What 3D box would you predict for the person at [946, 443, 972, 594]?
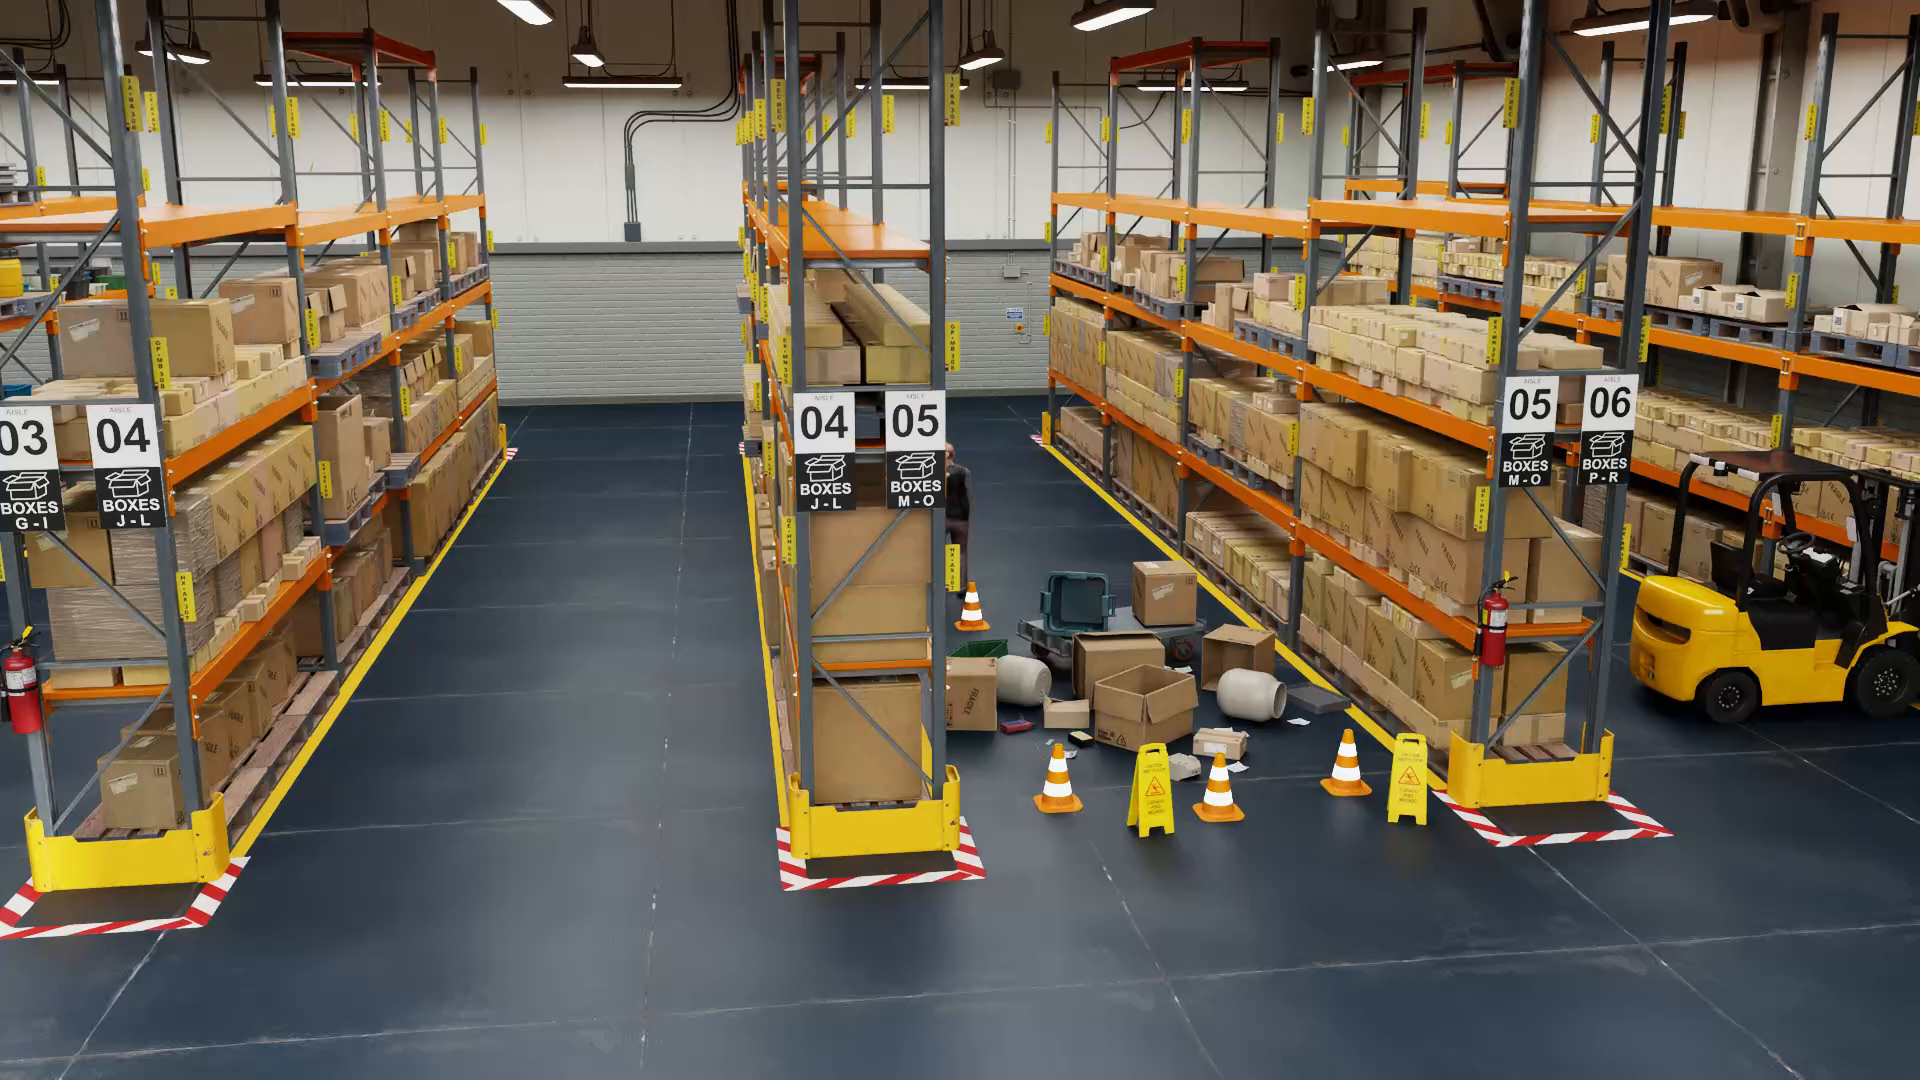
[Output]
[{"bbox_3d":[-0.146,-0.228,17.967,0.549,1.629,0.397,-2,13,-7],"label":"person"}]
